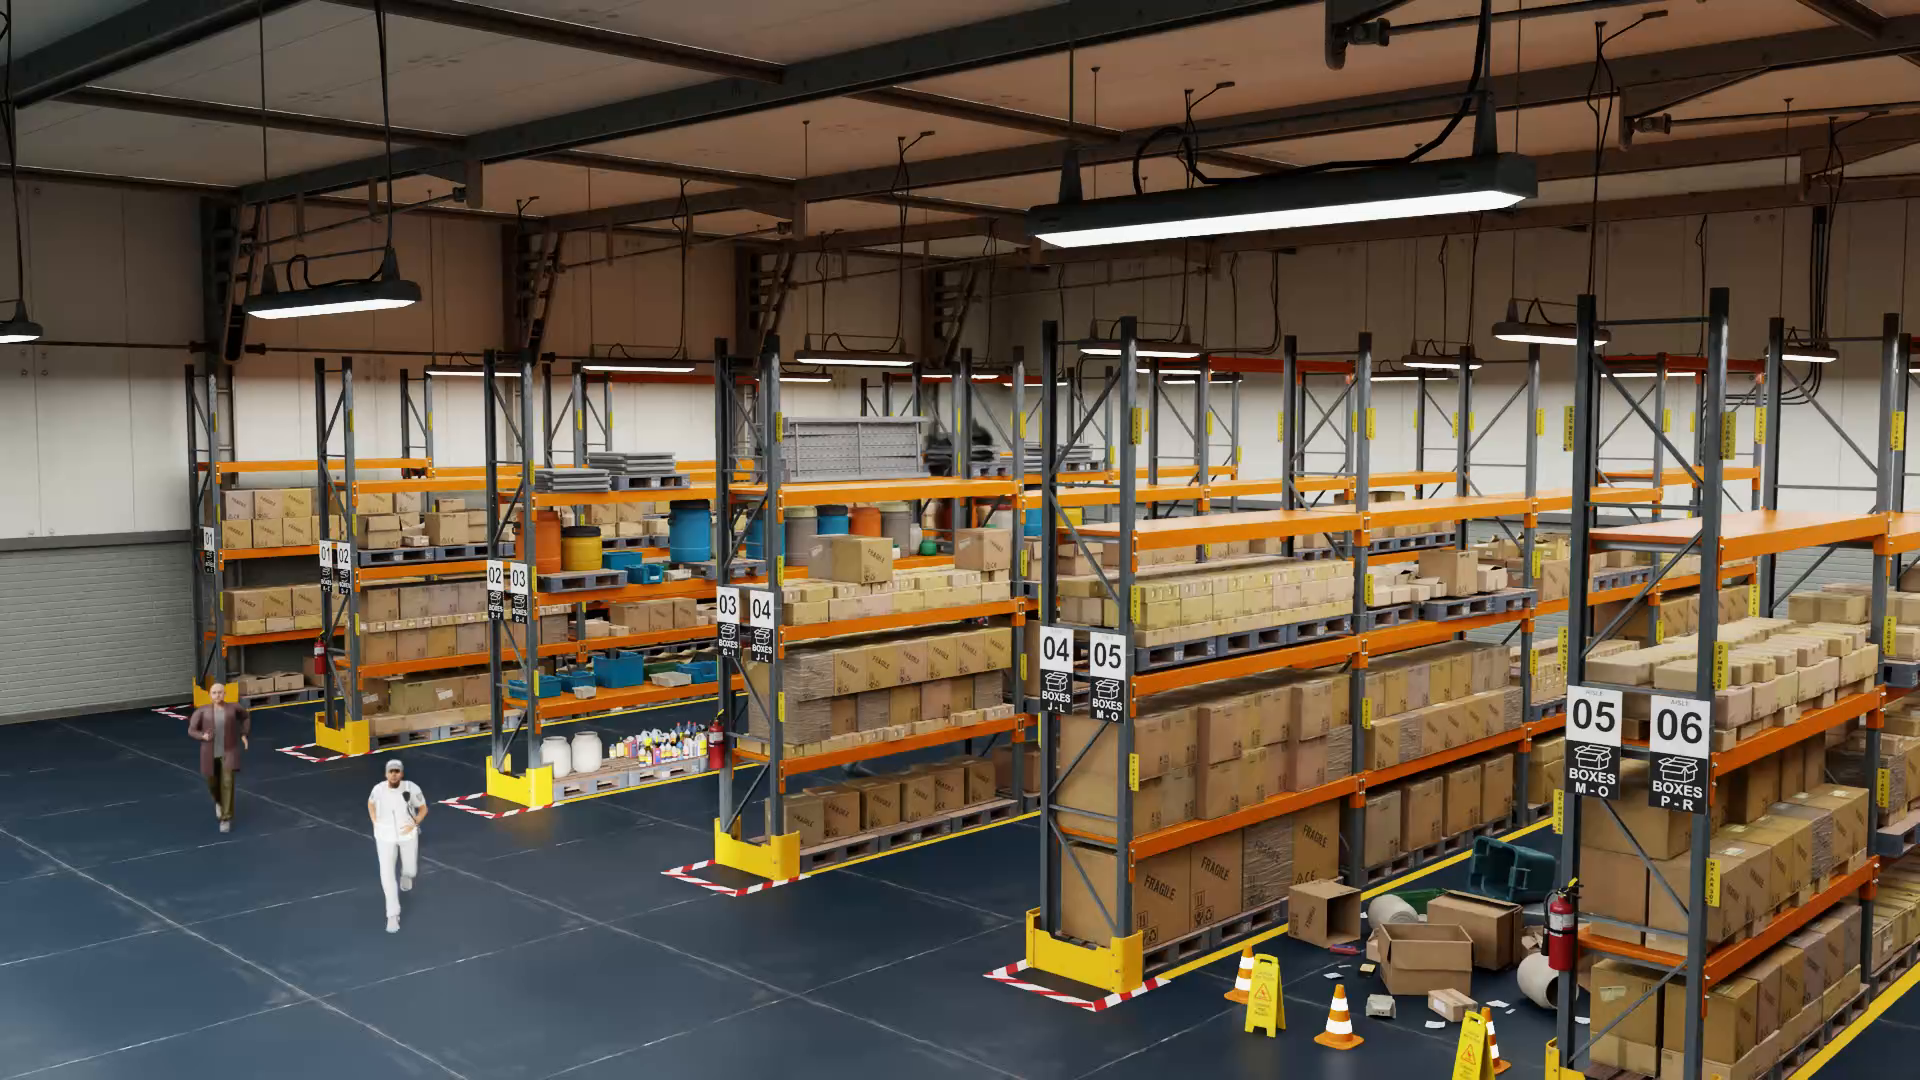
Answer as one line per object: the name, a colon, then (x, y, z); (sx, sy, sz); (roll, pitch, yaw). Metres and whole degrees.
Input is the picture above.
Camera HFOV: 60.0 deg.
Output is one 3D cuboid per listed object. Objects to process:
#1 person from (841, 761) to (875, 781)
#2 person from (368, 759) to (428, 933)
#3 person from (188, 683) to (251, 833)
person: (-1.398, 2.630, 21.894); (0.698, 1.723, 0.579); (4, 6, 43)
person: (-5.739, 3.061, 17.006); (0.578, 1.672, 1.054); (-2, 5, -20)
person: (-9.202, 2.664, 20.682); (0.707, 1.773, 1.070); (-2, 5, -20)
